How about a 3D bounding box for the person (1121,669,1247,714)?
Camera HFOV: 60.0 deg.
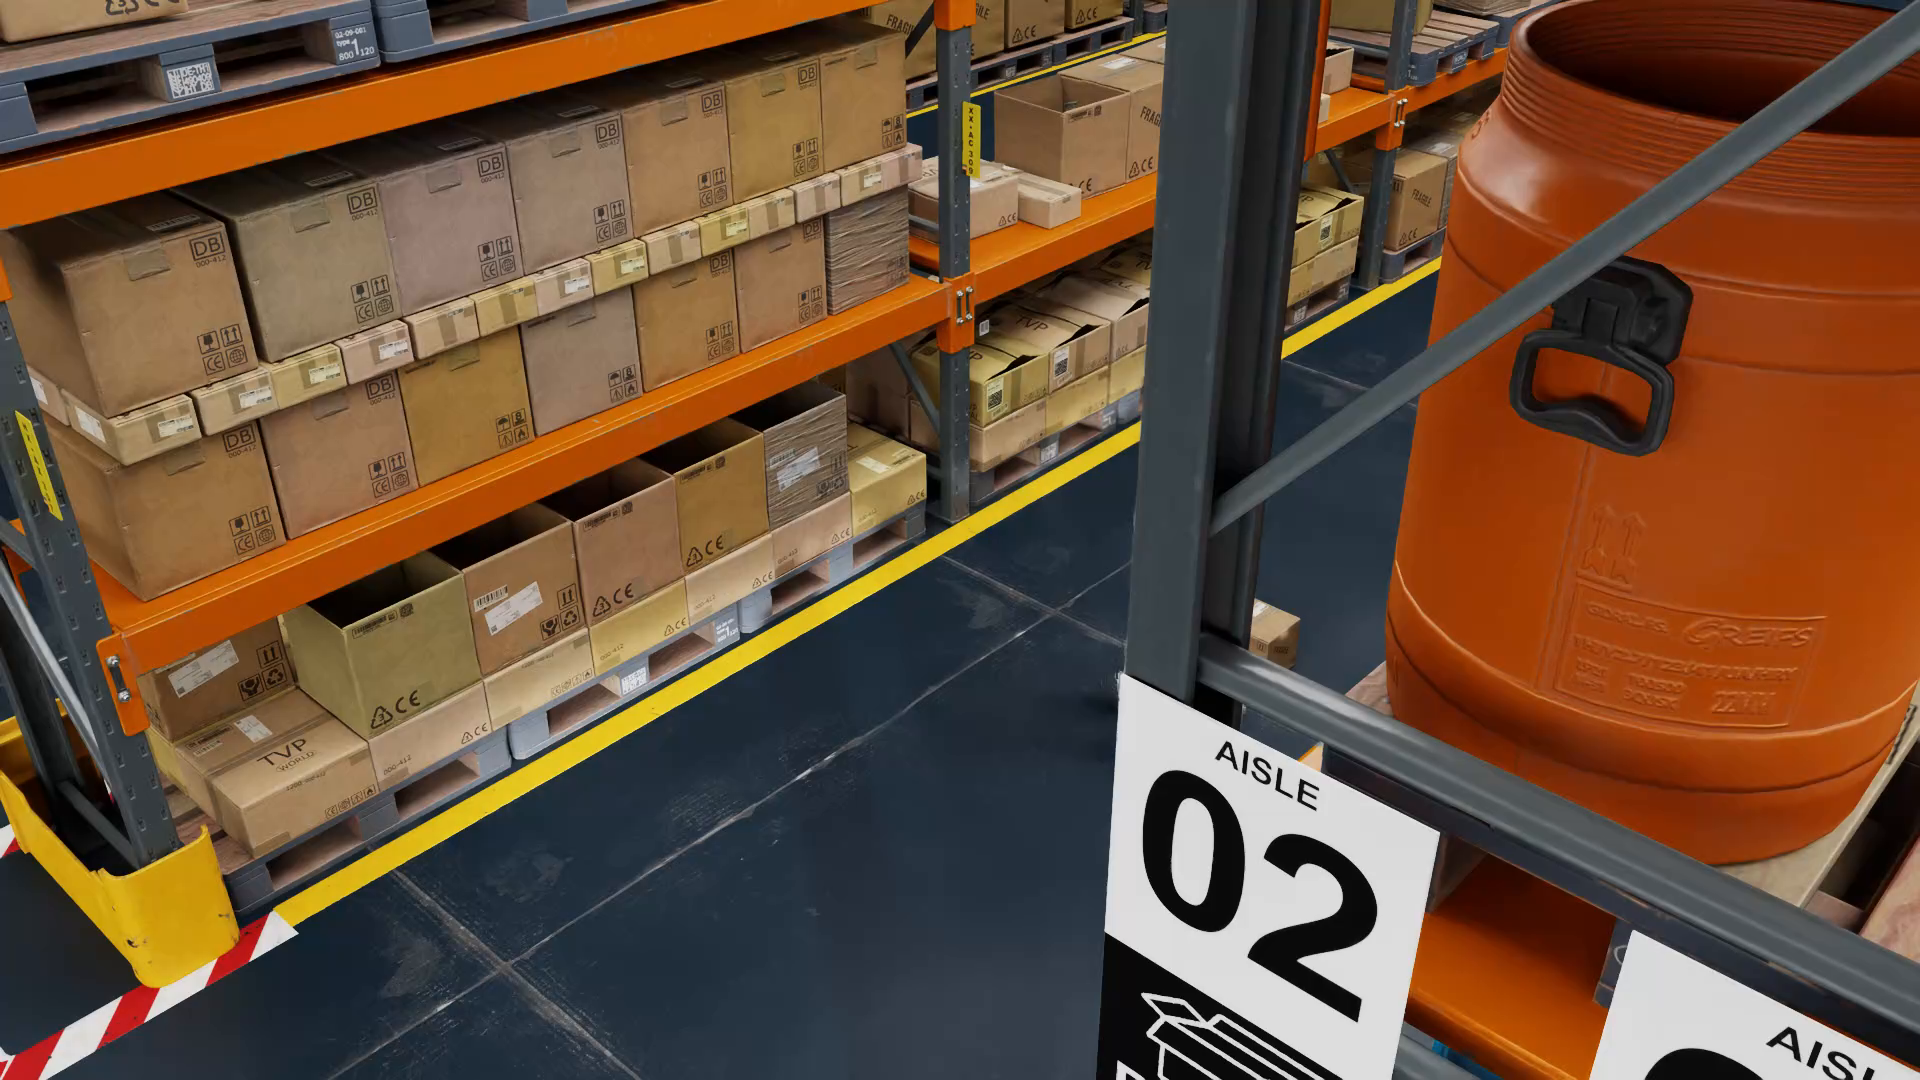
[{"bbox_3d":[0.960,0.016,6.585,0.504,1.656,0.503,-12,33,-19],"label":"person"}]
